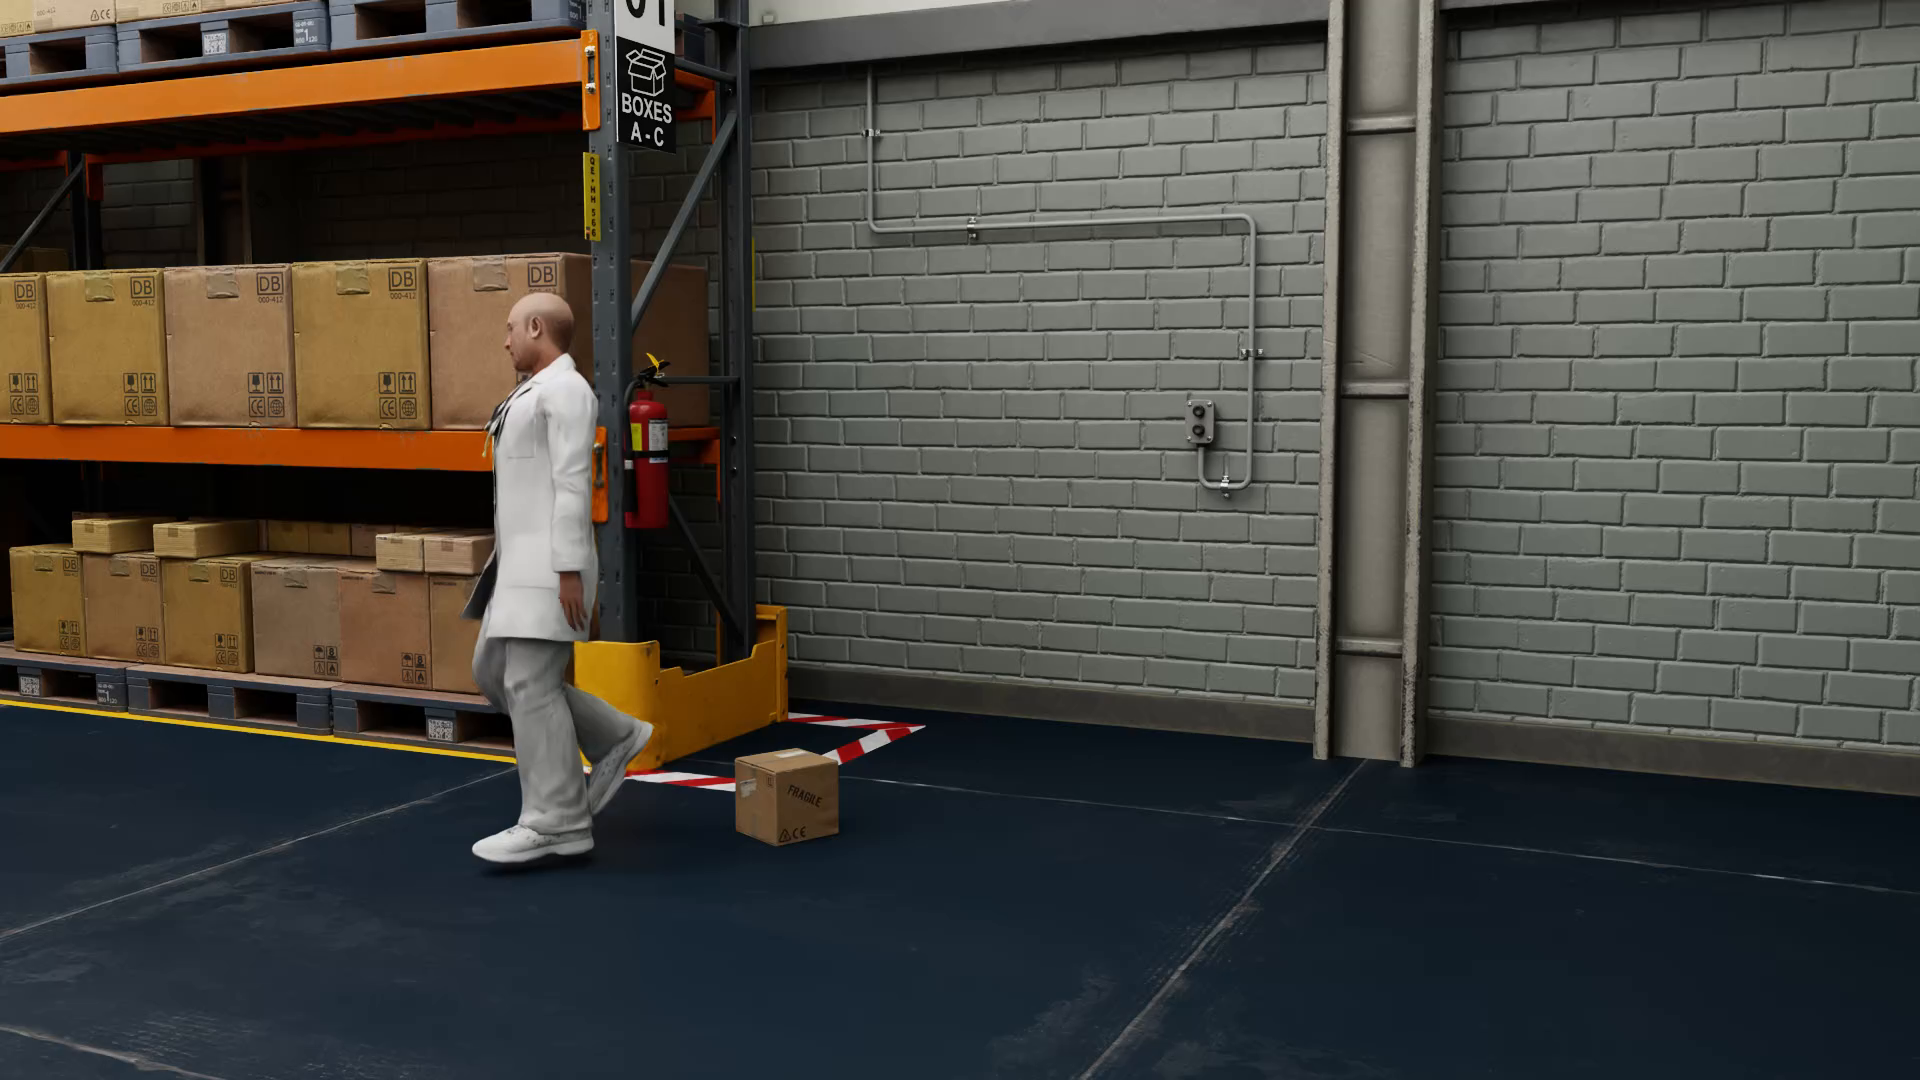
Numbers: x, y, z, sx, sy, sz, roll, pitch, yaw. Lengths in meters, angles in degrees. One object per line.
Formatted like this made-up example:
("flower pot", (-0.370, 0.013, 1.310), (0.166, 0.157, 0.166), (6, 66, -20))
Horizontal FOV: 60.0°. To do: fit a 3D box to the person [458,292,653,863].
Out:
("person", (-1.291, 0.090, 5.317), (0.629, 1.755, 0.599), (-3, 6, -25))
